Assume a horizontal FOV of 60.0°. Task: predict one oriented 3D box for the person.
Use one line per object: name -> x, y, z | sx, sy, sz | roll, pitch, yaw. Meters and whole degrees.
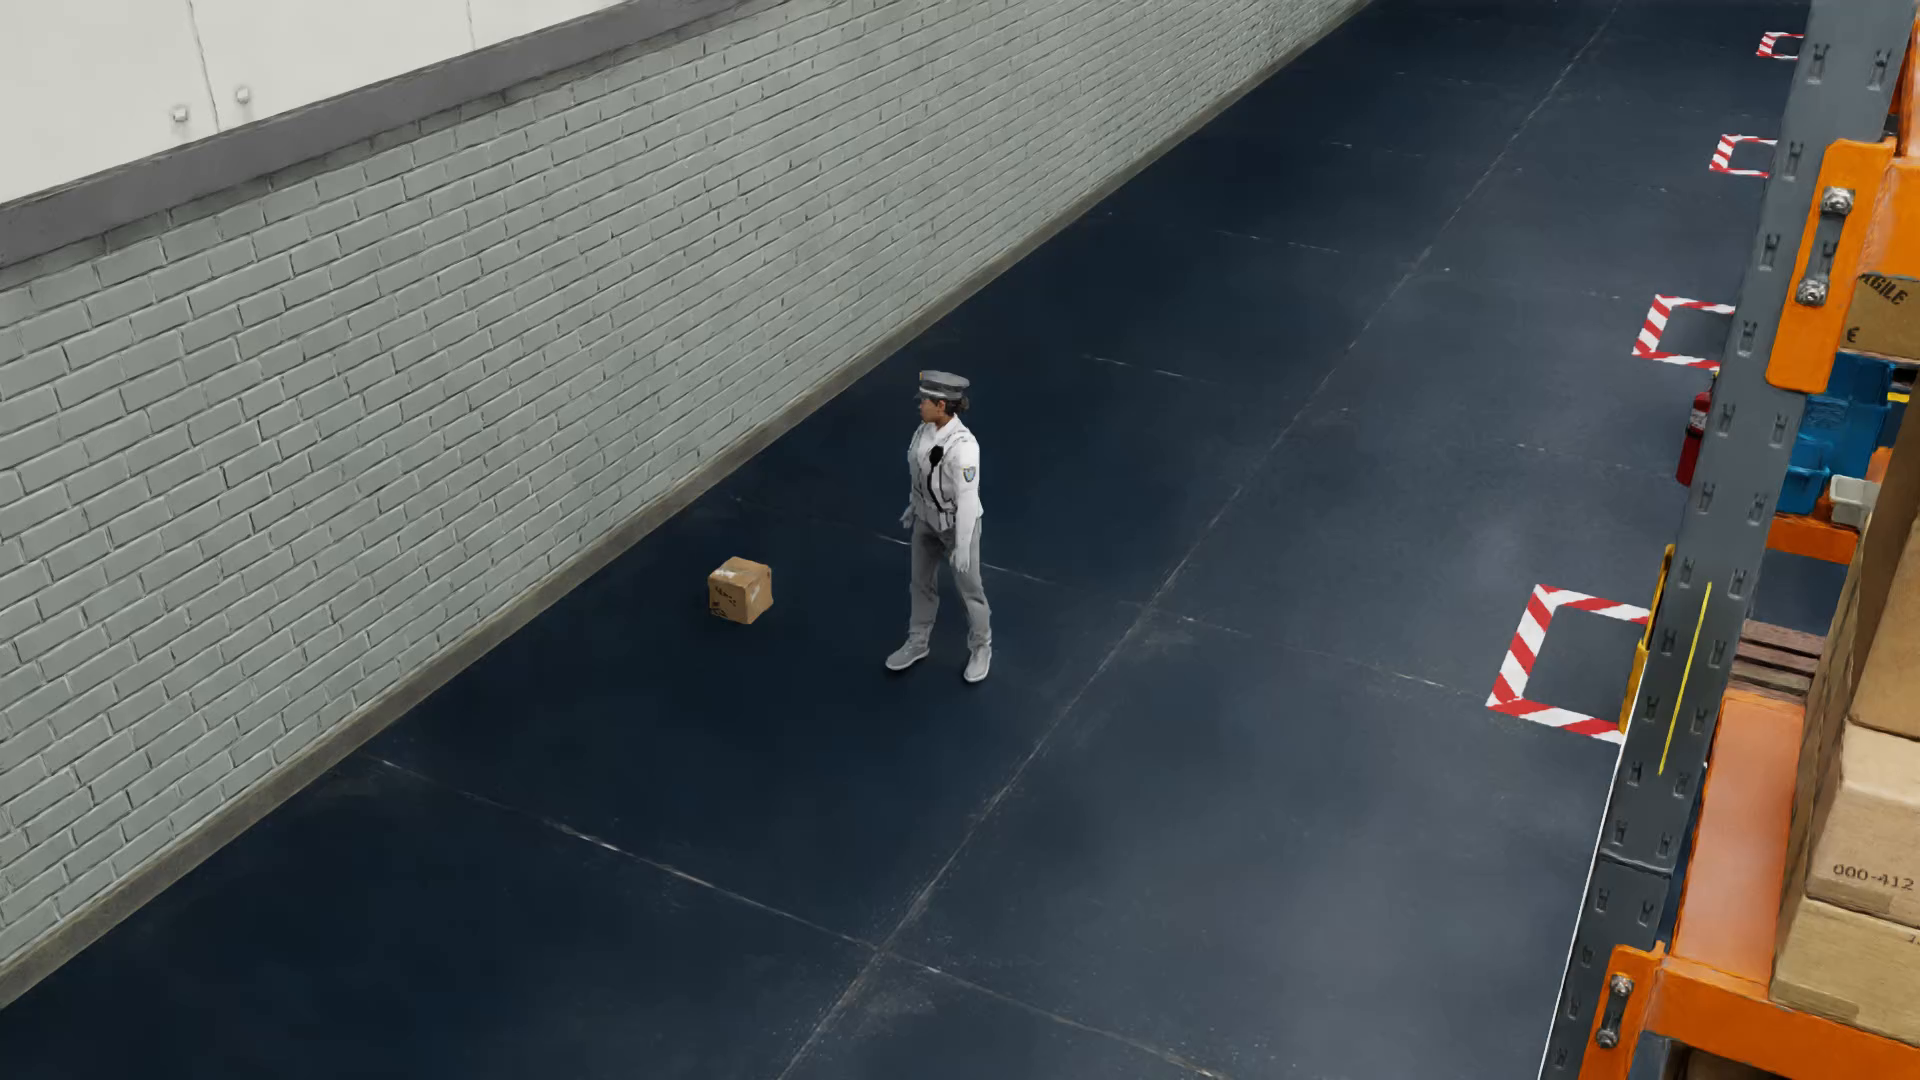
person -> -0.120, -0.072, 8.349 | 0.532, 1.673, 0.569 | -20, 36, -31
